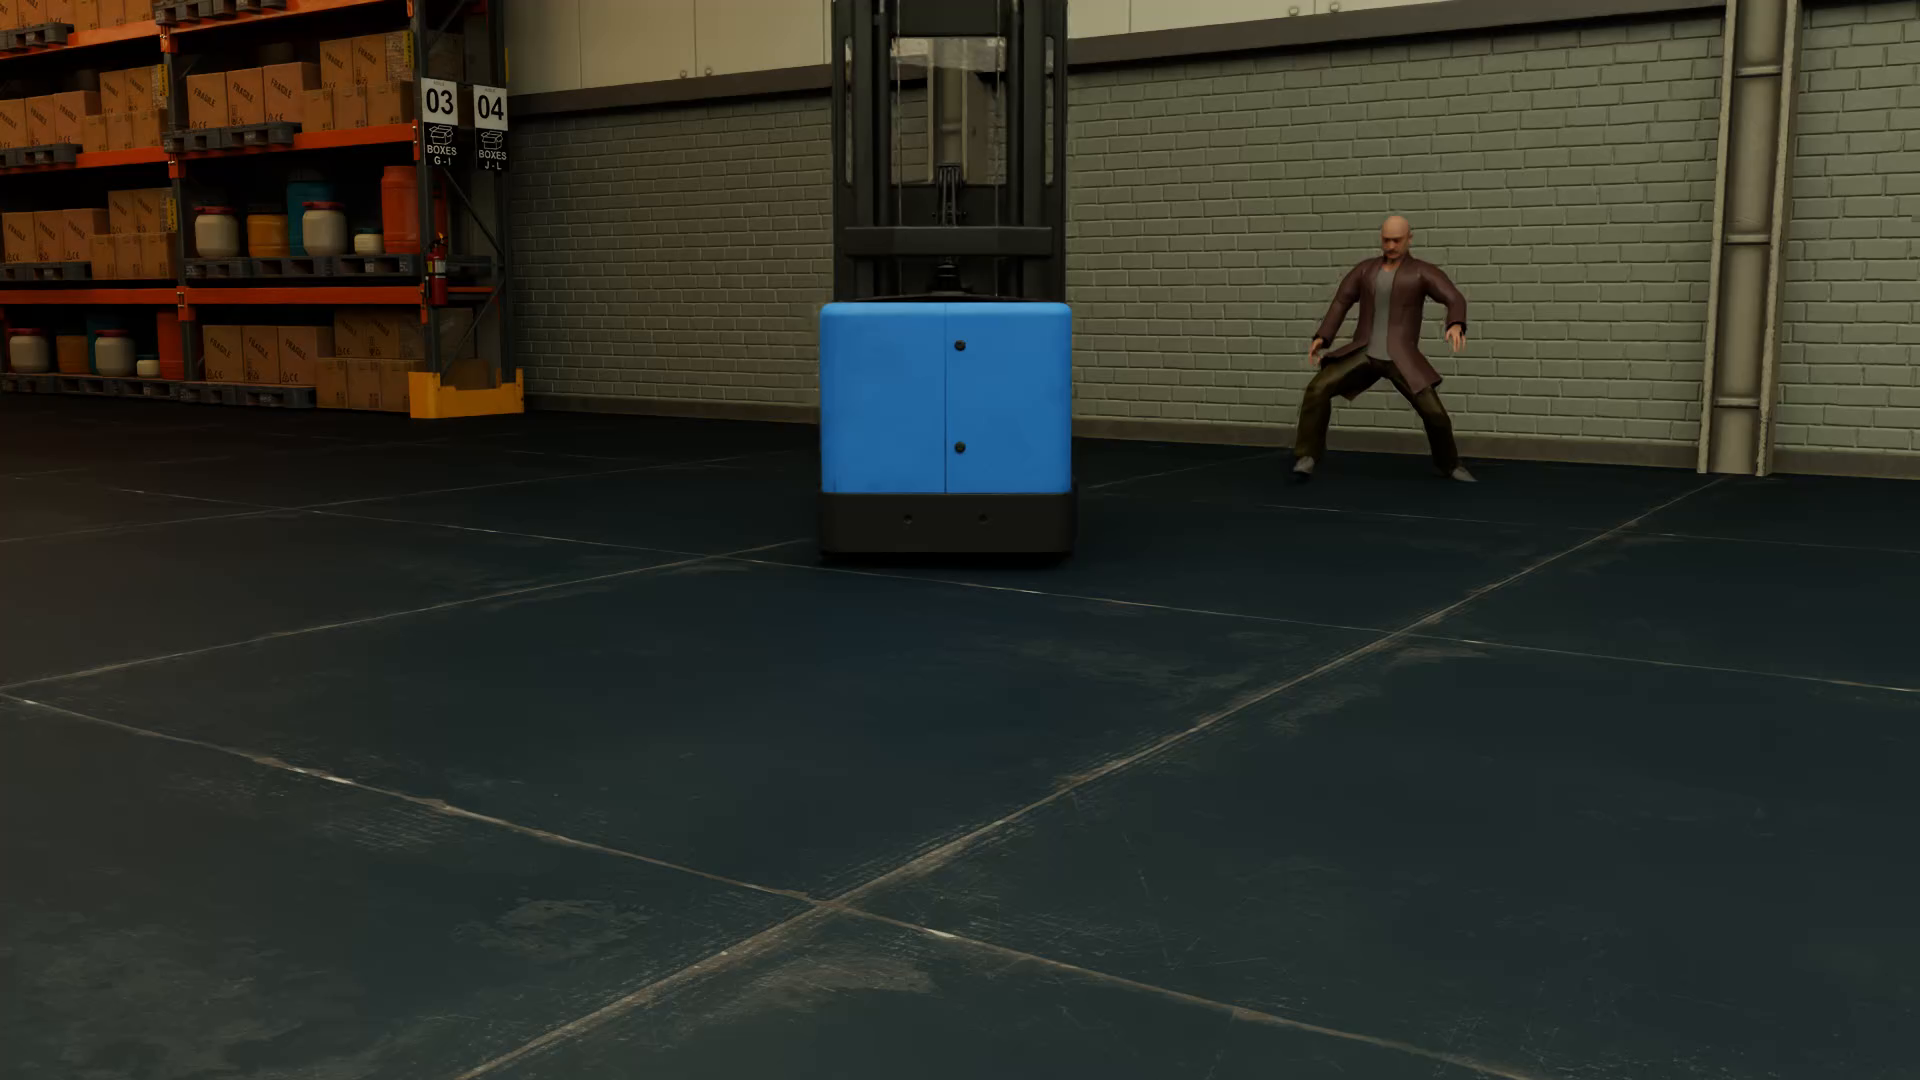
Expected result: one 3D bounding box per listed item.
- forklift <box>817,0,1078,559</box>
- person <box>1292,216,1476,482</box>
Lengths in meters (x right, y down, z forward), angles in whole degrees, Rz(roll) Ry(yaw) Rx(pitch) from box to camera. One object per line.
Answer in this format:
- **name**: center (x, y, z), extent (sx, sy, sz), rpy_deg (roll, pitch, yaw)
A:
- **forklift**: center (-0.047, -1.541, 8.032), extent (1.130, 2.935, 3.031), rpy_deg (0, 8, 0)
- **person**: center (2.605, -1.132, 10.054), extent (1.022, 1.636, 0.920), rpy_deg (5, 10, 33)
